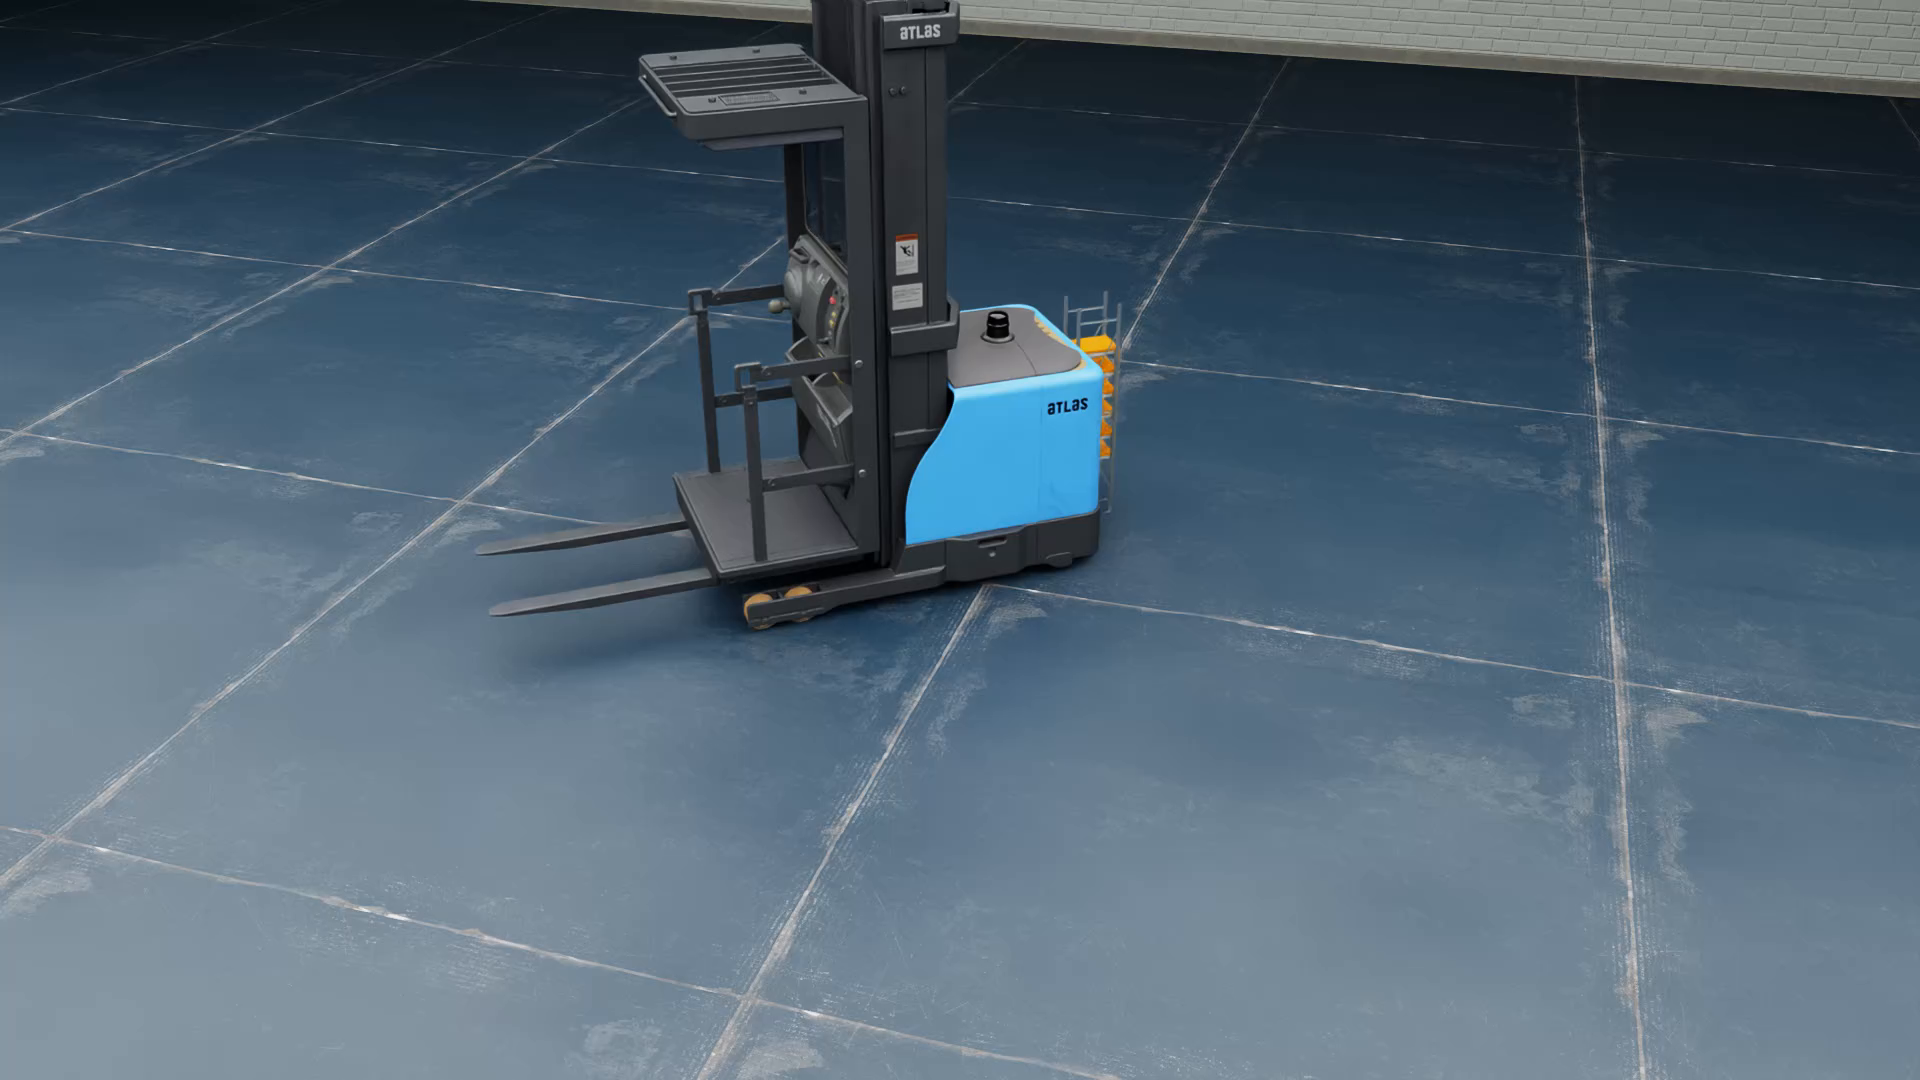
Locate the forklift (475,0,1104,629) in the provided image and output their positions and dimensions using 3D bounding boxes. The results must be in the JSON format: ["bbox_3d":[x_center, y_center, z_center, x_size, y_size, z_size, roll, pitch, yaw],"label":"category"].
[{"bbox_3d":[-0.860,-1.143,7.790,3.031,2.935,1.130,-10,31,-17],"label":"forklift"}]

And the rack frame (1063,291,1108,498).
[{"bbox_3d":[0.649,-0.742,8.850,0.240,1.200,0.006,-9,30,-16],"label":"rack frame"}]

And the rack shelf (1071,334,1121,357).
[{"bbox_3d":[0.677,-0.976,8.621,0.258,0.103,0.180,-9,30,-16],"label":"rack shelf"}]

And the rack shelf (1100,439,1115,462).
[{"bbox_3d":[0.678,-0.451,8.911,0.258,0.103,0.180,-9,30,-16],"label":"rack shelf"}]

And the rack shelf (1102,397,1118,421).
[{"bbox_3d":[0.678,-0.661,8.795,0.258,0.103,0.180,-9,30,-16],"label":"rack shelf"}]

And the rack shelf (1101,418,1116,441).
[{"bbox_3d":[0.678,-0.556,8.853,0.258,0.103,0.180,-9,30,-16],"label":"rack shelf"}]

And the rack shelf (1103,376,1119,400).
[{"bbox_3d":[0.677,-0.766,8.737,0.258,0.103,0.180,-9,30,-16],"label":"rack shelf"}]

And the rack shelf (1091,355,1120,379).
[{"bbox_3d":[0.677,-0.871,8.679,0.258,0.103,0.180,-9,30,-16],"label":"rack shelf"}]

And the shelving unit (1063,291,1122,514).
[{"bbox_3d":[0.678,-0.700,8.774,0.258,1.200,0.189,-9,30,-16],"label":"shelving unit"}]

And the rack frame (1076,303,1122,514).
[{"bbox_3d":[0.706,-0.658,8.698,0.240,1.200,0.006,-9,30,-16],"label":"rack frame"}]
